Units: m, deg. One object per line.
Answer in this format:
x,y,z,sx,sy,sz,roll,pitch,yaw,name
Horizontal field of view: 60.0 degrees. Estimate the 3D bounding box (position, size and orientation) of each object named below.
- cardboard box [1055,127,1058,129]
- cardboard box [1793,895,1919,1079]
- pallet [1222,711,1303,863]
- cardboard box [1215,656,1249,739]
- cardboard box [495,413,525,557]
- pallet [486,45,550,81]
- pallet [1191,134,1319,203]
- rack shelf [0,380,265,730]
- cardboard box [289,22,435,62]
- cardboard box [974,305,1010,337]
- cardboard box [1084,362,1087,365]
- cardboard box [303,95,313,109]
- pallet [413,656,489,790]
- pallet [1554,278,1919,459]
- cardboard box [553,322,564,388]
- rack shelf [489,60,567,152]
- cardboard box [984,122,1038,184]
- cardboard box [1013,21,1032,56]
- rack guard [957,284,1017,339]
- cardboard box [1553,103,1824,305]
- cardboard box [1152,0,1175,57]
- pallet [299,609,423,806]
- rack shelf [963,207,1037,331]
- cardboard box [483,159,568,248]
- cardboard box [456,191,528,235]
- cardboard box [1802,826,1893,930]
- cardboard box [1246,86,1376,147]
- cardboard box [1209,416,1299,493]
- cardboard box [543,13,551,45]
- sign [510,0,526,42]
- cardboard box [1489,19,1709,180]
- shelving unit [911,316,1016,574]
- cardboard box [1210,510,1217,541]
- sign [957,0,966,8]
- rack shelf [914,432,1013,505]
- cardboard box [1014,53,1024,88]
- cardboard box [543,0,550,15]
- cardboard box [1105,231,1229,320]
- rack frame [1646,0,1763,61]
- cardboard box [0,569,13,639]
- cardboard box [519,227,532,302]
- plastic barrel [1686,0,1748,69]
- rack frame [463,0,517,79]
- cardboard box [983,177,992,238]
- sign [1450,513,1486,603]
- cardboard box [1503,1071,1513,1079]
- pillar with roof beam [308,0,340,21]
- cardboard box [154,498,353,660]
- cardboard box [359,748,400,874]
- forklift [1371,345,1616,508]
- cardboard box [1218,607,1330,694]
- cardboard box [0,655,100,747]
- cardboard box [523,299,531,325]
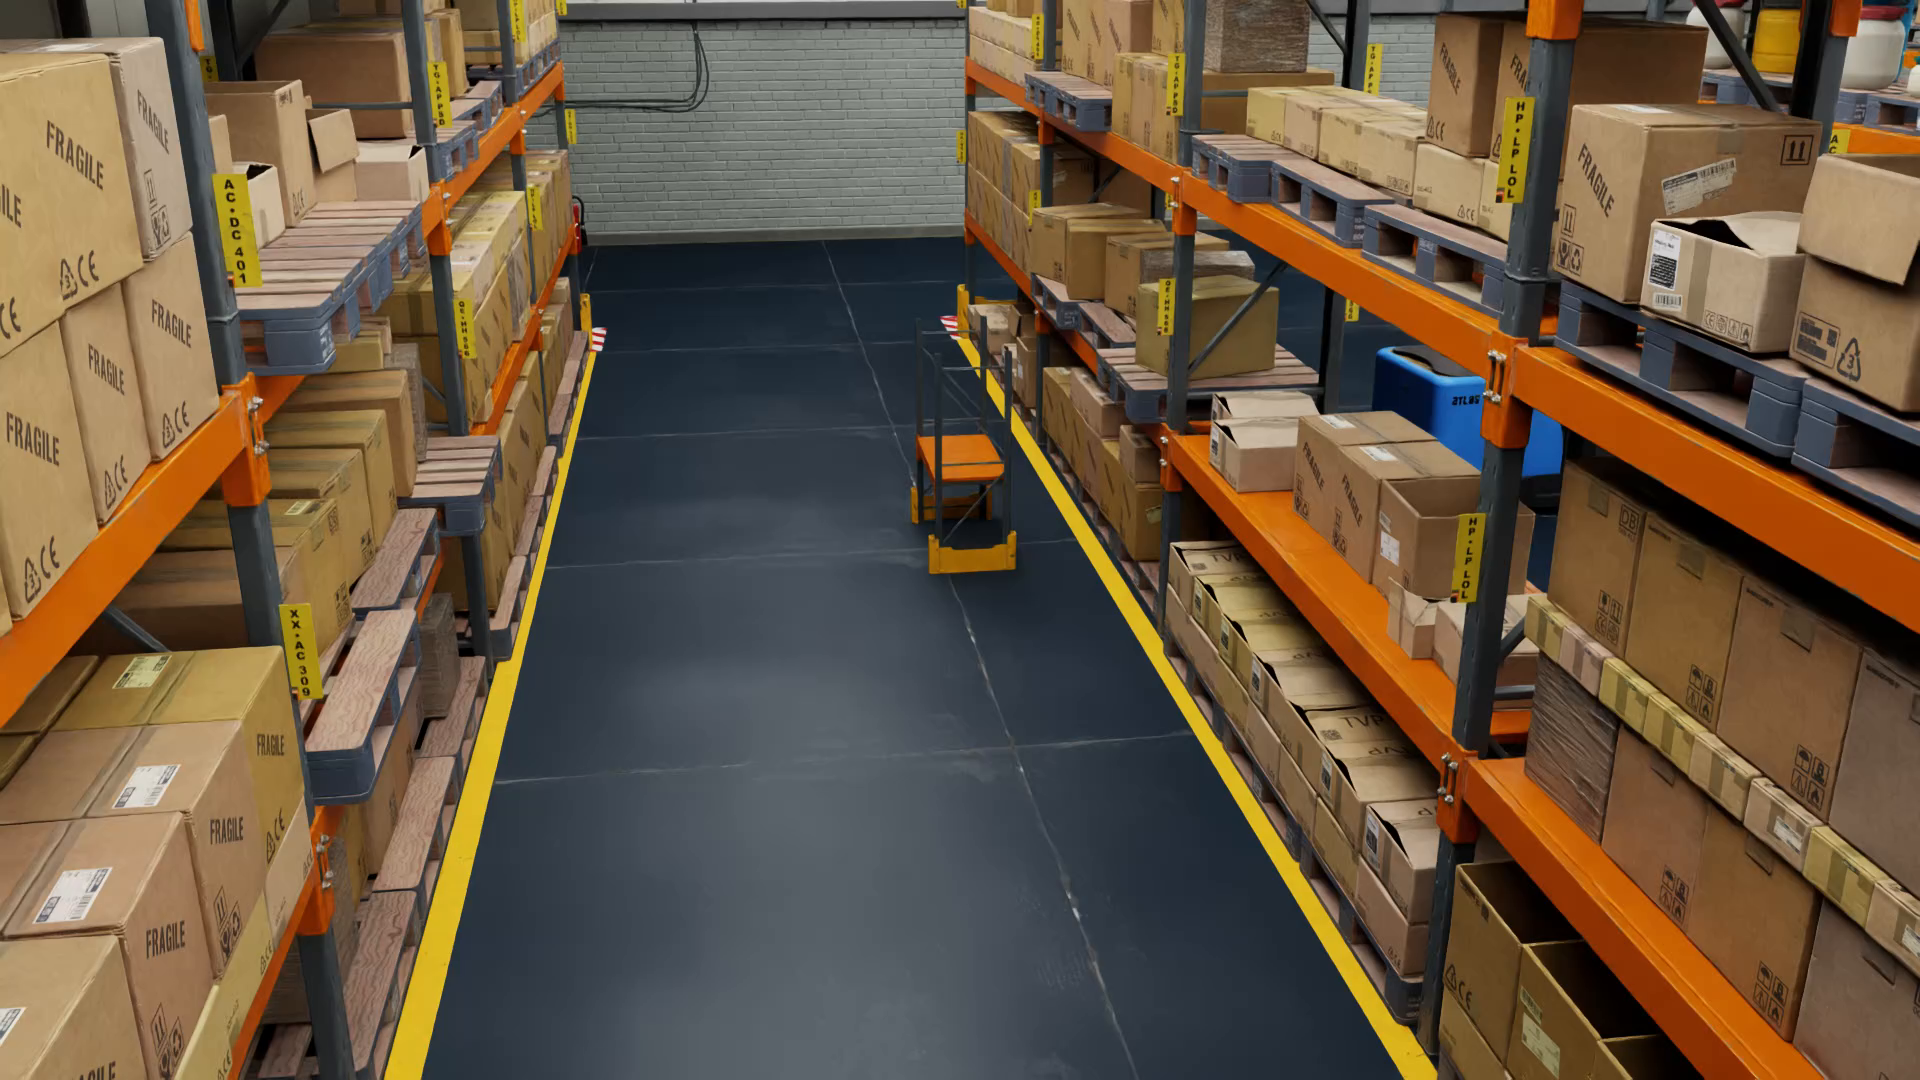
1.045,-3.637,15.596,0.500,0.500,0.500,-2,21,-6,cardboard box
2.581,1.178,4.132,0.700,0.500,0.500,-2,21,-6,cardboard box
1.961,1.168,8.287,1.003,0.211,1.213,-3,21,-8,pallet
1.648,0.795,8.631,0.500,0.250,0.500,-3,21,-9,cardboard box
-3.289,-0.350,10.838,0.750,0.750,0.750,-3,21,-8,cardboard box
-4.049,-4.049,14.111,1.003,0.211,1.213,-3,21,-8,pallet
1.895,-1.933,8.587,1.213,0.211,1.003,-2,21,-5,pallet
-2.328,0.414,3.062,1.077,0.370,4.000,-3,21,-8,rack shelf
-3.515,-2.792,9.845,0.700,0.500,0.500,-2,21,-5,cardboard box
0.425,-2.159,16.510,0.500,0.250,0.500,-3,21,-8,cardboard box
1.151,-1.566,15.042,0.380,0.166,0.250,-3,21,-8,cardboard box
-3.317,-1.796,7.779,0.500,0.500,0.500,-3,21,-8,cardboard box
-3.082,0.981,8.787,1.003,0.211,1.213,-3,21,-8,pallet
2.434,-0.531,4.691,1.003,0.211,1.213,-3,21,-8,pallet
-3.917,-1.622,14.745,0.700,0.500,0.500,-2,21,-6,cardboard box
-4.058,-3.741,14.187,1.077,0.370,4.000,-3,21,-8,rack shelf
0.509,-3.611,15.525,0.500,0.500,0.500,-3,21,-7,cardboard box
0.725,-4.129,13.696,0.500,0.250,0.500,-3,21,-8,cardboard box
0.566,-2.419,17.479,1.175,0.500,0.348,-3,21,-8,rack guard
2.097,-0.988,4.845,0.500,0.500,0.500,-1,21,-3,cardboard box
1.505,-3.272,10.329,0.500,0.500,0.500,-3,21,-8,cardboard box
-2.582,0.607,6.077,1.003,0.211,1.213,-3,21,-8,pallet
0.844,-2.587,15.384,1.077,0.370,4.000,-3,21,-8,rack shelf
-4.147,-3.078,15.243,0.980,0.700,0.700,-3,21,-8,cardboard box
-3.449,-2.378,12.129,0.500,0.250,0.500,-2,21,-6,cardboard box
2.359,0.827,4.146,0.380,0.149,0.250,-3,21,-8,cardboard box
1.830,-2.224,8.711,0.500,0.250,0.500,-4,21,-12,cardboard box
1.646,-0.485,8.856,0.500,0.311,0.500,-3,21,-8,cardboard box
-3.901,-4.524,14.725,0.500,0.250,0.500,-4,21,-10,cardboard box
-3.234,-3.806,12.143,0.100,0.325,0.005,-3,21,-8,sign
2.235,-1.560,5.862,0.500,0.500,0.500,-3,21,-7,cardboard box
0.011,-0.676,11.383,0.587,1.500,1.083,-3,21,-8,shelving unit
1.845,-0.235,11.001,0.500,0.500,0.500,-4,21,-10,cardboard box
0.019,-5.404,16.361,0.100,0.325,0.005,-3,21,-8,sign
0.012,-0.505,11.438,0.538,0.185,1.000,-3,21,-8,rack shelf
0.737,-3.895,13.785,0.500,0.250,0.500,-3,21,-8,cardboard box
-3.909,-4.882,14.612,0.500,0.500,0.500,-2,21,-6,cardboard box
1.448,-1.867,11.683,0.700,0.500,0.500,-8,22,-21,cardboard box
6.034,-5.290,13.020,1.000,3.000,0.127,-3,21,-8,rack frame
-2.059,0.033,2.883,0.500,0.500,0.500,-2,21,-4,cardboard box
-3.453,-2.029,12.265,0.500,0.500,0.500,-3,21,-9,cardboard box
5.862,-3.951,12.925,0.433,0.535,0.433,0,20,0,plastic barrel
-3.769,-4.791,11.682,1.000,3.000,0.127,-3,21,-8,rack frame
0.508,-3.144,15.704,0.500,0.500,0.500,-3,21,-8,cardboard box
1.750,0.064,5.717,0.100,0.325,0.005,-3,21,-8,sign
2.119,1.979,5.460,0.500,0.250,0.500,-3,21,-8,cardboard box
-0.466,-5.207,12.795,9.100,9.000,0.400,-3,21,-8,pillar with roof beam
-2.729,0.165,6.216,0.700,0.500,0.500,-1,20,-2,cardboard box
-2.896,1.145,7.307,0.700,0.500,0.500,-3,21,-7,cardboard box
4.694,-1.780,12.294,3.031,2.935,1.130,-5,21,-13,forklift
1.649,0.536,8.521,0.500,0.311,0.500,-3,21,-9,cardboard box
-2.755,0.672,4.743,0.500,0.500,0.500,-3,21,-9,cardboard box
-3.381,-1.683,12.266,0.380,0.149,0.250,-3,21,-7,cardboard box
